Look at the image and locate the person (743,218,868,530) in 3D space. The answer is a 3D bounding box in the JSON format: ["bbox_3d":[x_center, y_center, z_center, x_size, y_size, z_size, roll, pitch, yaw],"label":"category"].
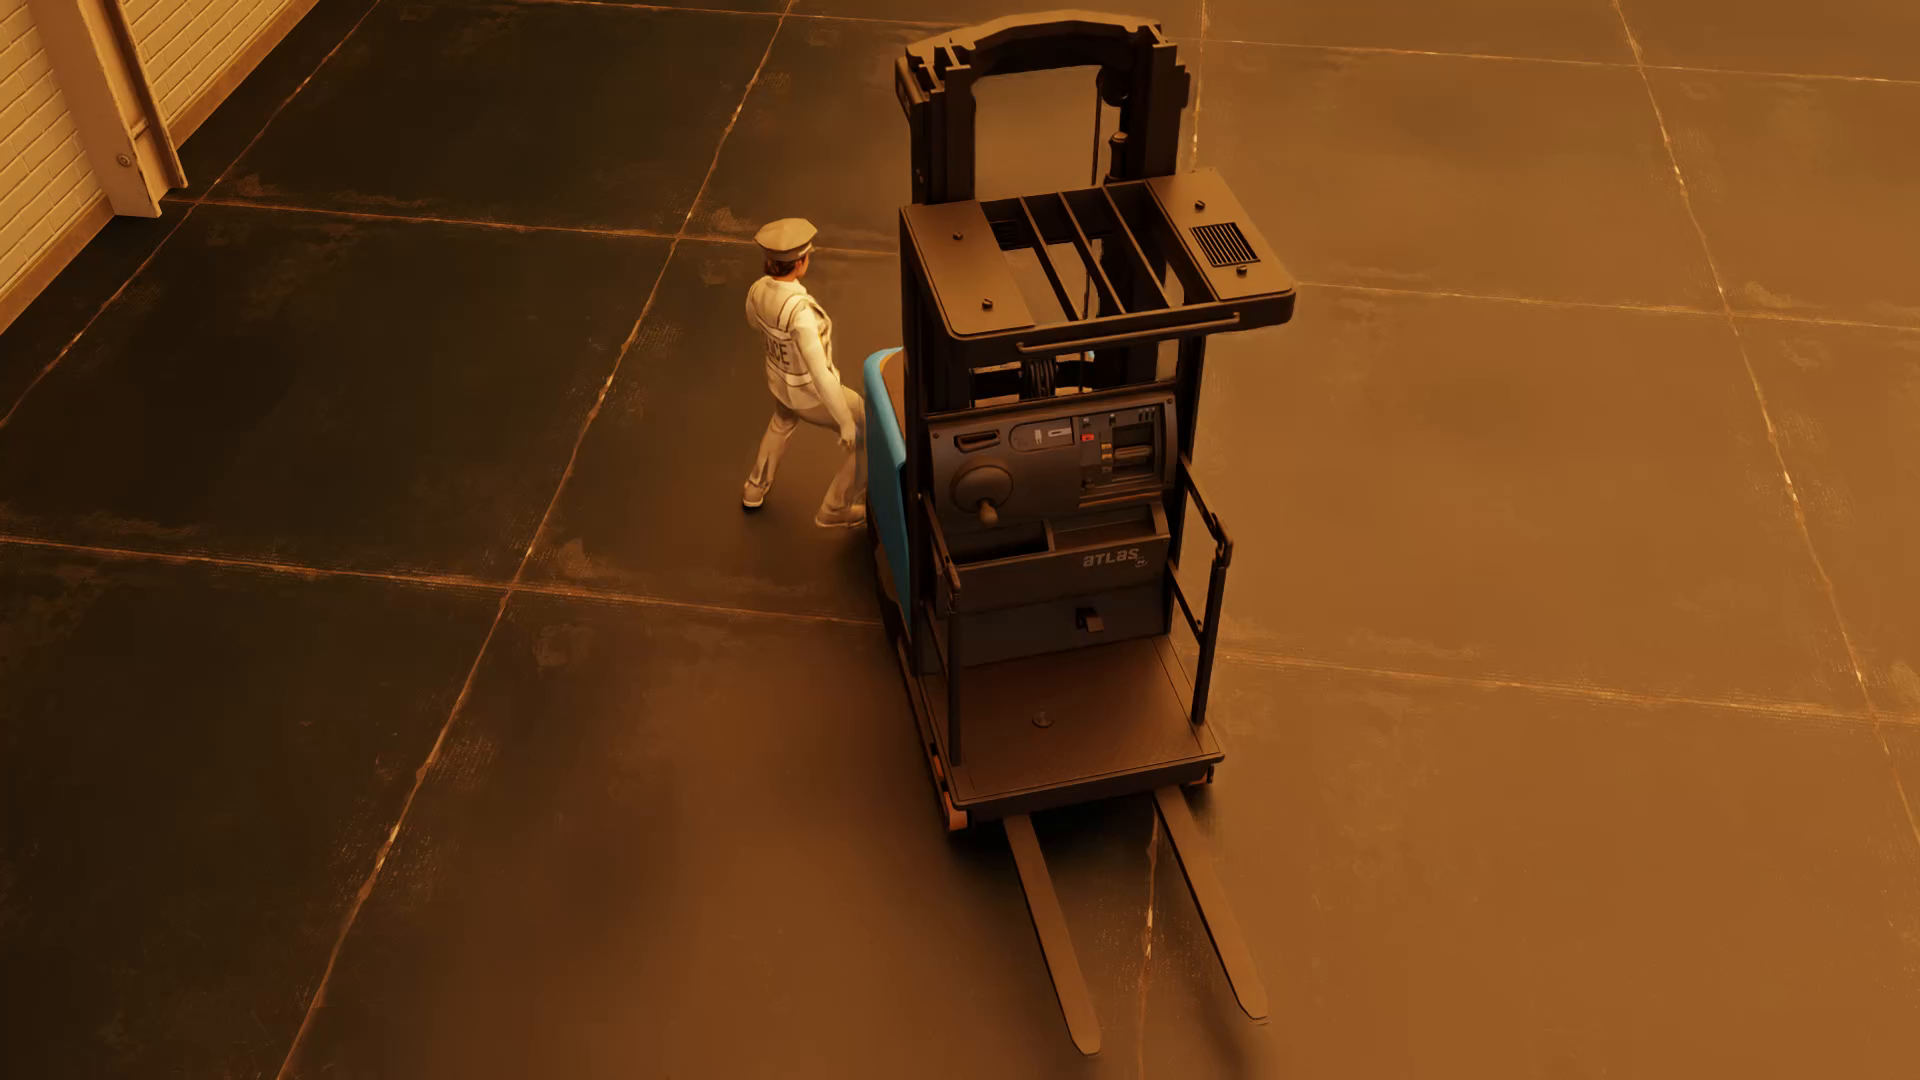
[{"bbox_3d":[-0.700,-0.721,7.545,0.573,1.566,0.856,-25,48,-24],"label":"person"}]

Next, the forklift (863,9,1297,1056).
[{"bbox_3d":[0.399,-0.210,5.953,1.130,2.935,3.031,-9,43,-10],"label":"forklift"}]
